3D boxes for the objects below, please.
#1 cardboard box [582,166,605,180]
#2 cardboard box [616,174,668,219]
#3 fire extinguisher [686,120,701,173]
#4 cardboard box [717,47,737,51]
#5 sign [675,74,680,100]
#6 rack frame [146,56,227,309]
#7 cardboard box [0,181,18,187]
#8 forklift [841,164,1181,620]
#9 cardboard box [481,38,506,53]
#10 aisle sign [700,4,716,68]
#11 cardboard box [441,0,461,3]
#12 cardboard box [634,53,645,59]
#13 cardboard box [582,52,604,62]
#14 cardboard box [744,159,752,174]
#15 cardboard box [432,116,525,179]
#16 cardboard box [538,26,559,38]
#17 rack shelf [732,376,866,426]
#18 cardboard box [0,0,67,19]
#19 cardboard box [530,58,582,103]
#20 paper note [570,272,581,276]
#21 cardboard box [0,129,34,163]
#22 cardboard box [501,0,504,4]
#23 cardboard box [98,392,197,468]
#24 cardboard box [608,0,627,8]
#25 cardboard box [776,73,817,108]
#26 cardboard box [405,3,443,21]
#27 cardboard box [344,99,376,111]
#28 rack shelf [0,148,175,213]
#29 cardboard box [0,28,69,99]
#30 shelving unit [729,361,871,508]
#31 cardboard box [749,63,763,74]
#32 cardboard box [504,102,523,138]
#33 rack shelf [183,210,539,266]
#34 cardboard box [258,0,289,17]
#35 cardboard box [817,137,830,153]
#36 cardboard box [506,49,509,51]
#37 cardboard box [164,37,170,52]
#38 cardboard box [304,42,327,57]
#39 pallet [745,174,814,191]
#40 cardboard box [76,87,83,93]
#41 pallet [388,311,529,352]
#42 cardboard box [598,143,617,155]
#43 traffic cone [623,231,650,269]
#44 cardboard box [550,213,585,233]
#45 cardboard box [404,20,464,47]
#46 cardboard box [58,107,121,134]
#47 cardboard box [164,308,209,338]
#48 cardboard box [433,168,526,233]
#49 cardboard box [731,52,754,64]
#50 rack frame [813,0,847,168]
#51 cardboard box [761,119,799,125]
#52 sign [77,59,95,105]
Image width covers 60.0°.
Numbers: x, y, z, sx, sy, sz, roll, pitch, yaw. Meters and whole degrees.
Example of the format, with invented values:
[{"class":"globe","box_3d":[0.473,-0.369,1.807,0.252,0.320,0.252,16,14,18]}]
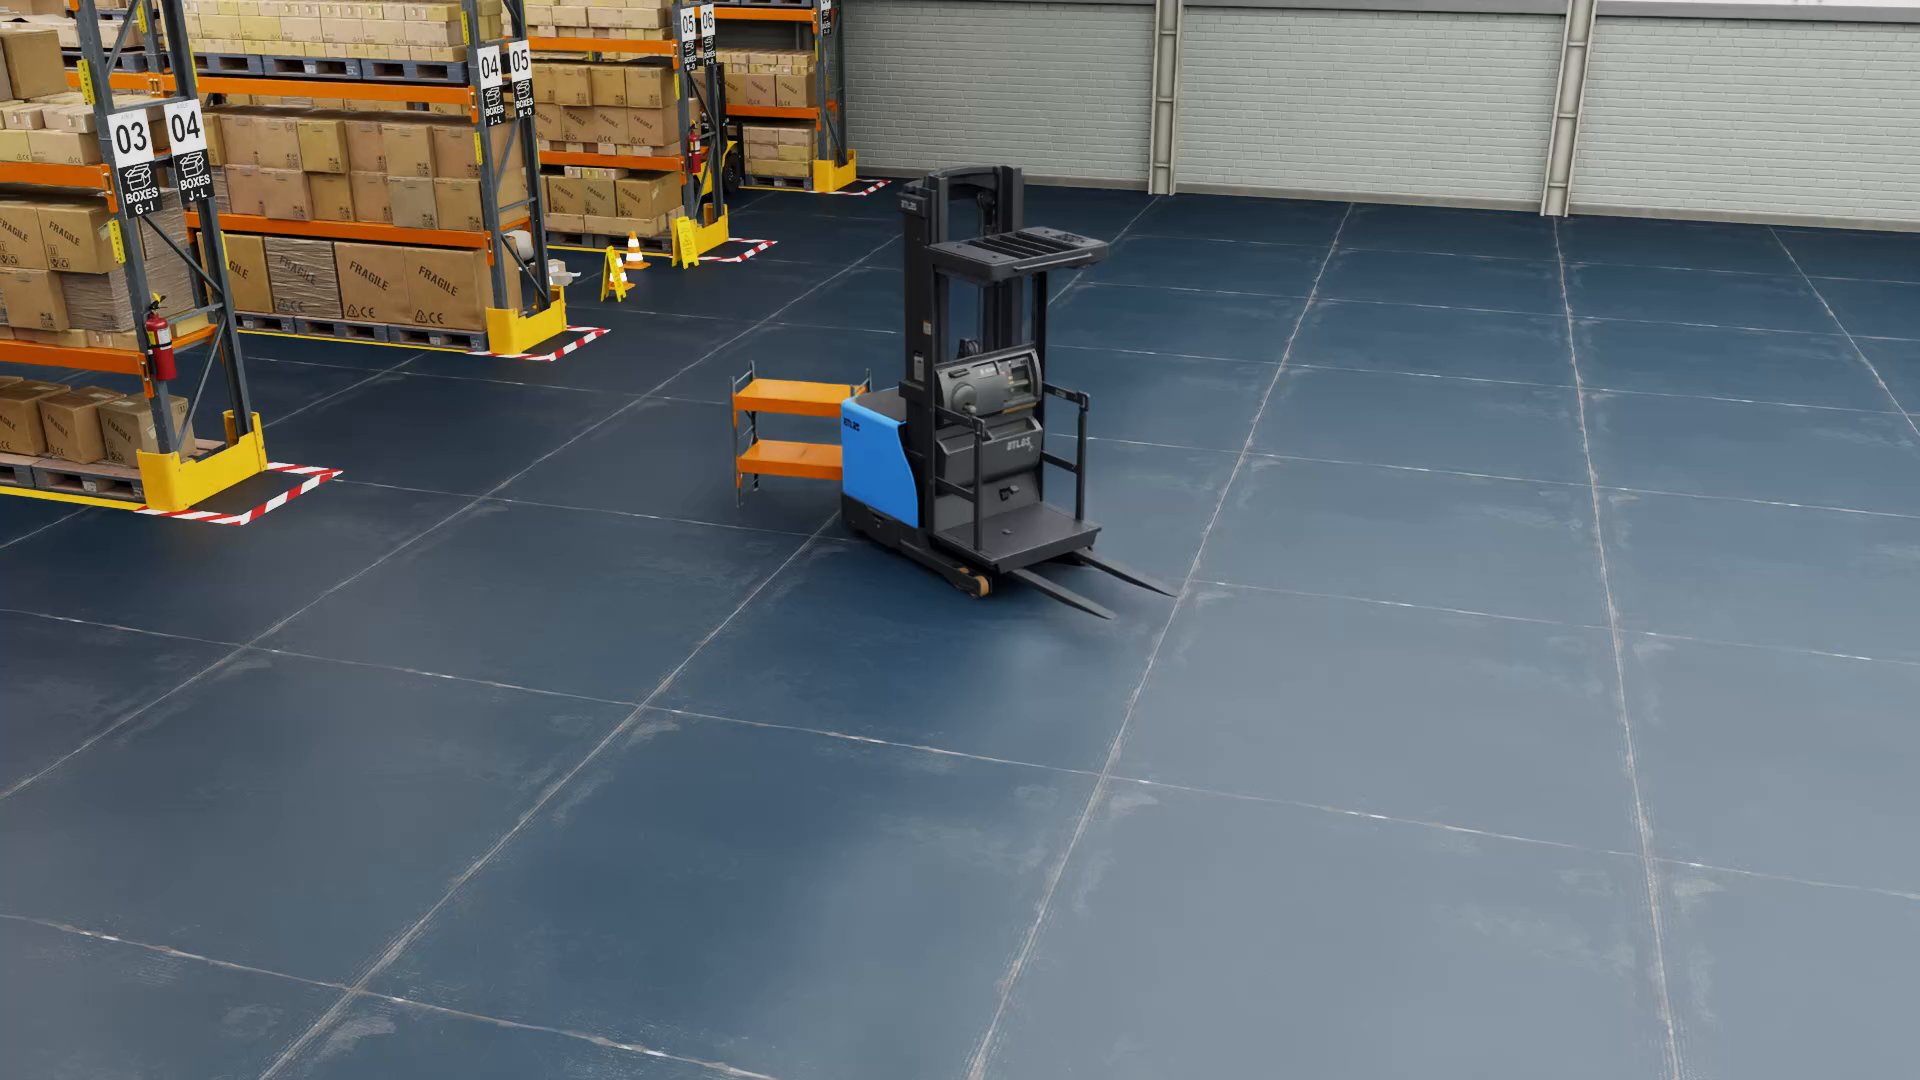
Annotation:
[{"class":"cardboard box","box_3d":[-4.965,-5.042,22.741,0.250,0.149,0.380,7,23,16]},{"class":"cardboard box","box_3d":[-4.355,-4.697,22.755,0.500,0.500,0.500,7,23,16]},{"class":"fire extinguisher","box_3d":[-3.536,-5.219,22.048,0.183,0.674,0.296,7,23,16]},{"class":"cardboard box","box_3d":[-3.814,-8.017,27.389,0.250,0.149,0.380,7,23,16]},{"class":"sign","box_3d":[-3.692,-5.917,21.706,0.005,0.325,0.100,7,23,16]},{"class":"rack frame","box_3d":[-8.675,-4.064,19.130,0.127,3.000,1.000,7,23,16]},{"class":"cardboard box","box_3d":[-8.259,-2.804,14.218,0.500,0.500,0.500,7,23,16]},{"class":"forklift","box_3d":[0.353,-1.142,12.098,1.130,2.935,3.031,-17,28,-35]},{"class":"cardboard box","box_3d":[-5.081,-5.292,17.816,0.250,0.149,0.380,7,23,16]},{"class":"aisle sign","box_3d":[-3.363,-6.743,22.237,0.004,0.787,0.394,7,23,16]},{"class":"cardboard box","box_3d":[-5.313,-5.686,17.728,0.250,0.149,0.380,7,23,16]},{"class":"cardboard box","box_3d":[-5.169,-7.998,27.342,0.250,0.149,0.380,6,23,15]},{"class":"cardboard box","box_3d":[-6.186,-8.140,28.081,0.250,0.149,0.380,6,23,14]},{"class":"cardboard box","box_3d":[-3.573,-6.214,27.441,0.500,0.250,0.500,7,23,16]},{"class":"cardboard box","box_3d":[-5.189,-4.249,17.961,0.550,0.550,0.875,7,23,16]},{"class":"cardboard box","box_3d":[-5.418,-6.796,22.169,0.250,0.149,0.380,6,23,15]},{"class":"rack shelf","box_3d":[-1.296,-1.106,13.617,1.000,0.278,0.538,5,23,12]},{"class":"cardboard box","box_3d":[-10.759,-6.088,19.295,0.500,0.500,0.500,7,23,16]},{"class":"cardboard box","box_3d":[-5.502,-6.240,22.593,0.500,0.500,0.700,6,23,15]},{"class":"paper note","box_3d":[-4.992,-3.442,21.525,0.142,0.019,0.148,-1,22,-3]},{"class":"cardboard box","box_3d":[-7.389,-3.167,13.188,0.500,0.250,0.500,7,23,16]},{"class":"cardboard box","box_3d":[-6.131,-7.263,22.257,0.250,0.149,0.380,6,23,14]},{"class":"cardboard box","box_3d":[-6.968,-0.947,14.271,0.500,0.500,0.500,11,25,25]},{"class":"cardboard box","box_3d":[-4.407,-7.069,21.783,0.250,0.149,0.380,6,23,15]},{"class":"cardboard box","box_3d":[-2.629,-7.244,26.750,0.500,0.500,0.500,6,23,14]},{"class":"cardboard box","box_3d":[-5.504,-5.448,17.147,0.250,0.149,0.380,7,23,16]},{"class":"cardboard box","box_3d":[-8.325,-6.273,23.438,0.500,0.500,0.500,7,23,16]},{"class":"rack shelf","box_3d":[-8.290,-3.109,13.796,4.000,0.370,1.077,7,23,16]},{"class":"cardboard box","box_3d":[-7.718,-3.898,13.591,0.500,0.500,0.500,6,23,15]},{"class":"shelving unit","box_3d":[-1.296,-0.835,13.729,1.048,1.125,0.538,5,23,12]},{"class":"cardboard box","box_3d":[-3.213,-7.621,26.814,0.250,0.149,0.380,6,23,15]},{"class":"cardboard box","box_3d":[-6.037,-5.801,22.842,0.500,0.500,0.500,6,23,15]},{"class":"rack shelf","box_3d":[-6.760,-3.512,18.732,4.000,0.370,1.077,7,23,16]},{"class":"cardboard box","box_3d":[-7.206,-5.642,17.621,0.250,0.149,0.380,7,23,15]},{"class":"cardboard box","box_3d":[-2.472,-6.519,27.527,0.500,0.250,0.500,7,23,16]},{"class":"cardboard box","box_3d":[-7.896,-8.339,28.565,0.250,0.149,0.380,7,23,17]},{"class":"cardboard box","box_3d":[-8.425,-5.413,18.111,0.250,0.149,0.380,6,23,15]},{"class":"cardboard box","box_3d":[-6.722,-5.218,17.637,0.250,0.149,0.380,7,23,16]},{"class":"pallet","box_3d":[-2.826,-6.017,27.566,1.213,0.211,1.003,7,23,16]},{"class":"cardboard box","box_3d":[-12.709,-6.892,24.576,0.500,0.500,0.500,7,23,16]},{"class":"pallet","box_3d":[-5.633,-2.394,18.734,1.213,0.211,1.003,7,23,15]},{"class":"cardboard box","box_3d":[-4.701,-5.323,22.529,0.250,0.149,0.380,7,23,16]},{"class":"traffic cone","box_3d":[-4.297,-3.840,21.926,0.334,0.463,0.336,7,23,16]},{"class":"cardboard box","box_3d":[-5.360,-4.463,23.172,0.500,0.250,0.500,6,23,14]},{"class":"cardboard box","box_3d":[-5.395,-5.274,17.248,0.500,0.250,0.500,7,23,16]},{"class":"cardboard box","box_3d":[-6.731,-3.254,12.876,0.250,0.149,0.380,7,23,16]},{"class":"cardboard box","box_3d":[-6.579,-1.836,14.029,0.250,0.149,0.380,7,23,16]},{"class":"cardboard box","box_3d":[-5.214,-3.719,18.091,0.550,0.550,0.875,7,23,16]},{"class":"cardboard box","box_3d":[-3.488,-7.763,26.768,0.250,0.149,0.380,7,23,17]},{"class":"rack frame","box_3d":[-2.082,-7.239,26.870,0.127,3.000,1.000,7,23,16]},{"class":"cardboard box","box_3d":[-2.967,-6.798,27.549,0.500,0.250,0.500,7,23,16]},{"class":"sign","box_3d":[-6.554,-3.432,12.471,0.005,0.325,0.100,7,23,16]}]
